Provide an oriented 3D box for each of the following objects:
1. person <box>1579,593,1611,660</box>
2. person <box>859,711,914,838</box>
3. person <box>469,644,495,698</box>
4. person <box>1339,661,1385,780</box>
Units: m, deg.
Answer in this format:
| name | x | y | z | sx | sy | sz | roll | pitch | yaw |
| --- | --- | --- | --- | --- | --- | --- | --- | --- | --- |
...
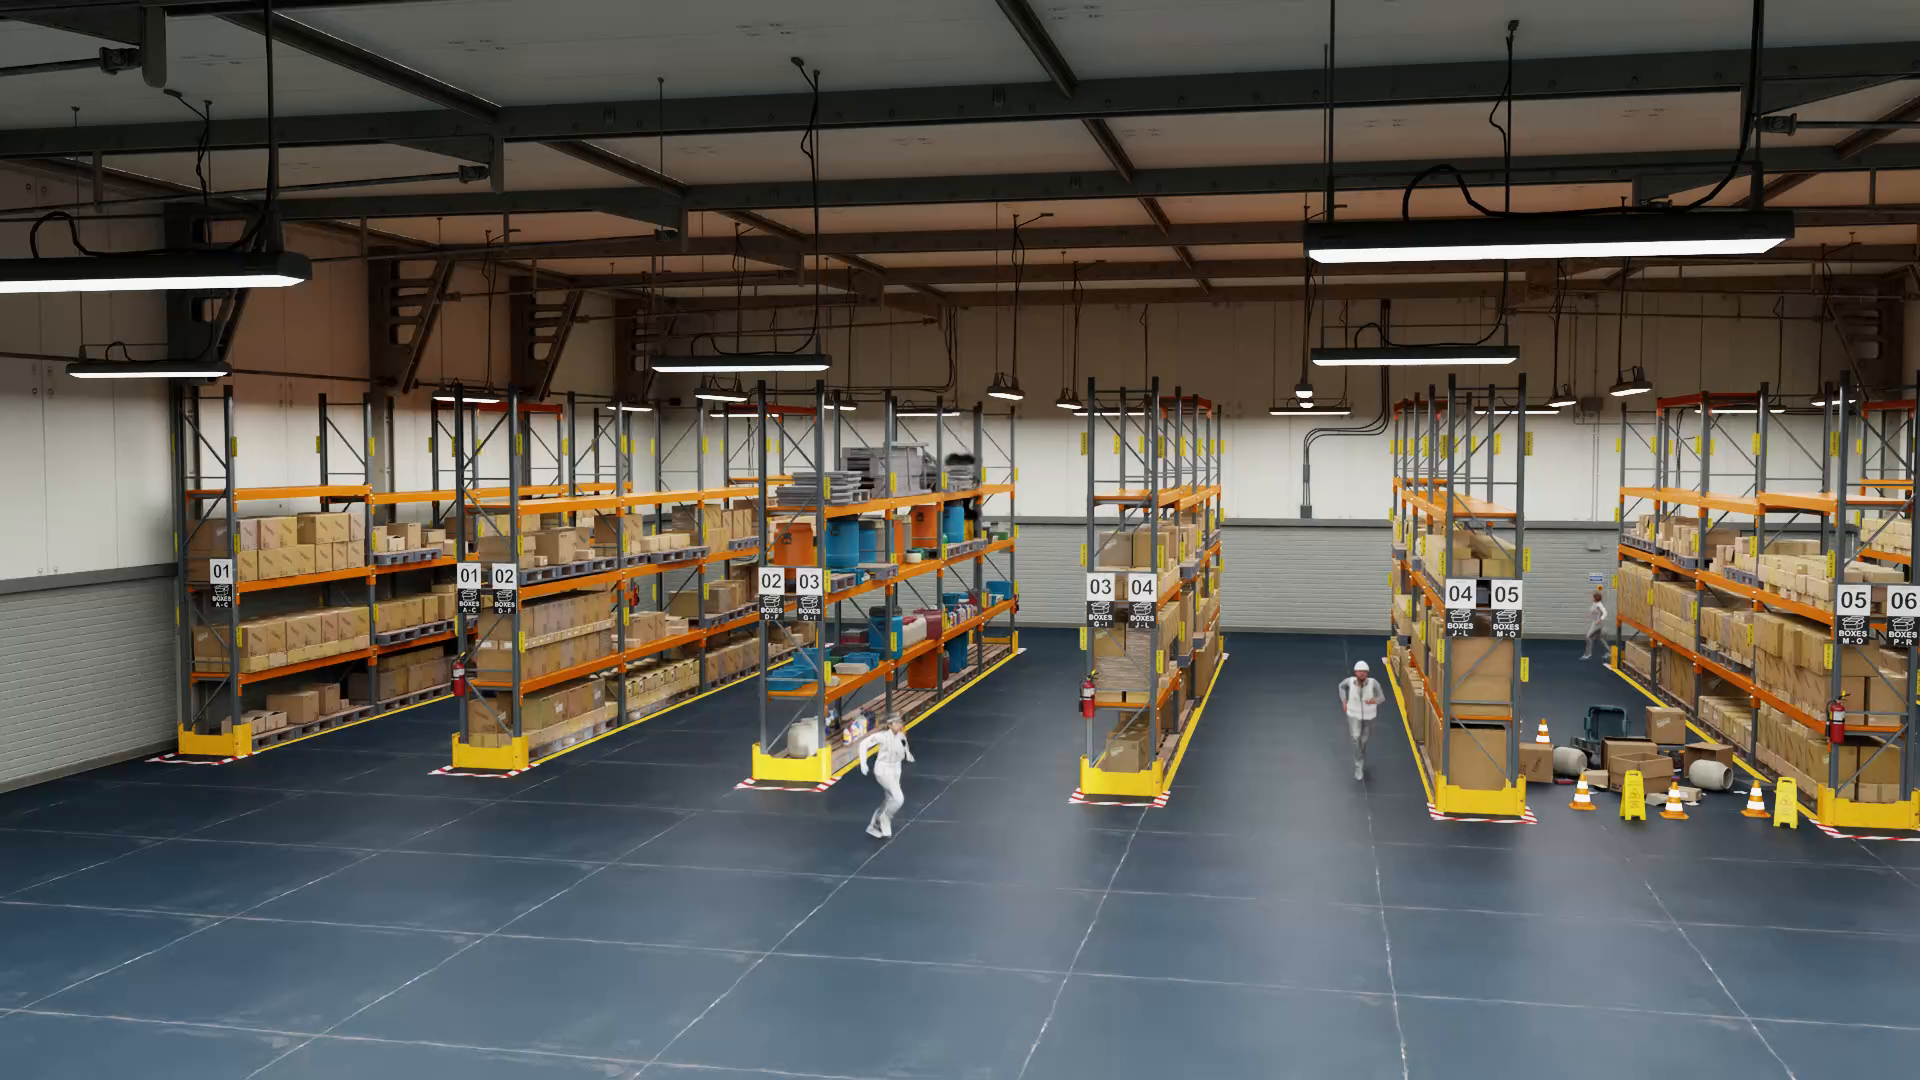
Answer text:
| name | x | y | z | sx | sy | sz | roll | pitch | yaw |
| --- | --- | --- | --- | --- | --- | --- | --- | --- | --- |
| person | 14.888 | 2.028 | 38.864 | 0.730 | 1.591 | 0.551 | 1 | 3 | 19 |
| person | -0.896 | 2.978 | 21.076 | 0.741 | 1.642 | 0.645 | 3 | 4 | 43 |
| person | -8.718 | 2.492 | 30.607 | 0.588 | 1.644 | 0.741 | 0 | 3 | 3 |
| person | 6.131 | 2.715 | 25.432 | 0.657 | 1.789 | 0.999 | 0 | 3 | 6 |
